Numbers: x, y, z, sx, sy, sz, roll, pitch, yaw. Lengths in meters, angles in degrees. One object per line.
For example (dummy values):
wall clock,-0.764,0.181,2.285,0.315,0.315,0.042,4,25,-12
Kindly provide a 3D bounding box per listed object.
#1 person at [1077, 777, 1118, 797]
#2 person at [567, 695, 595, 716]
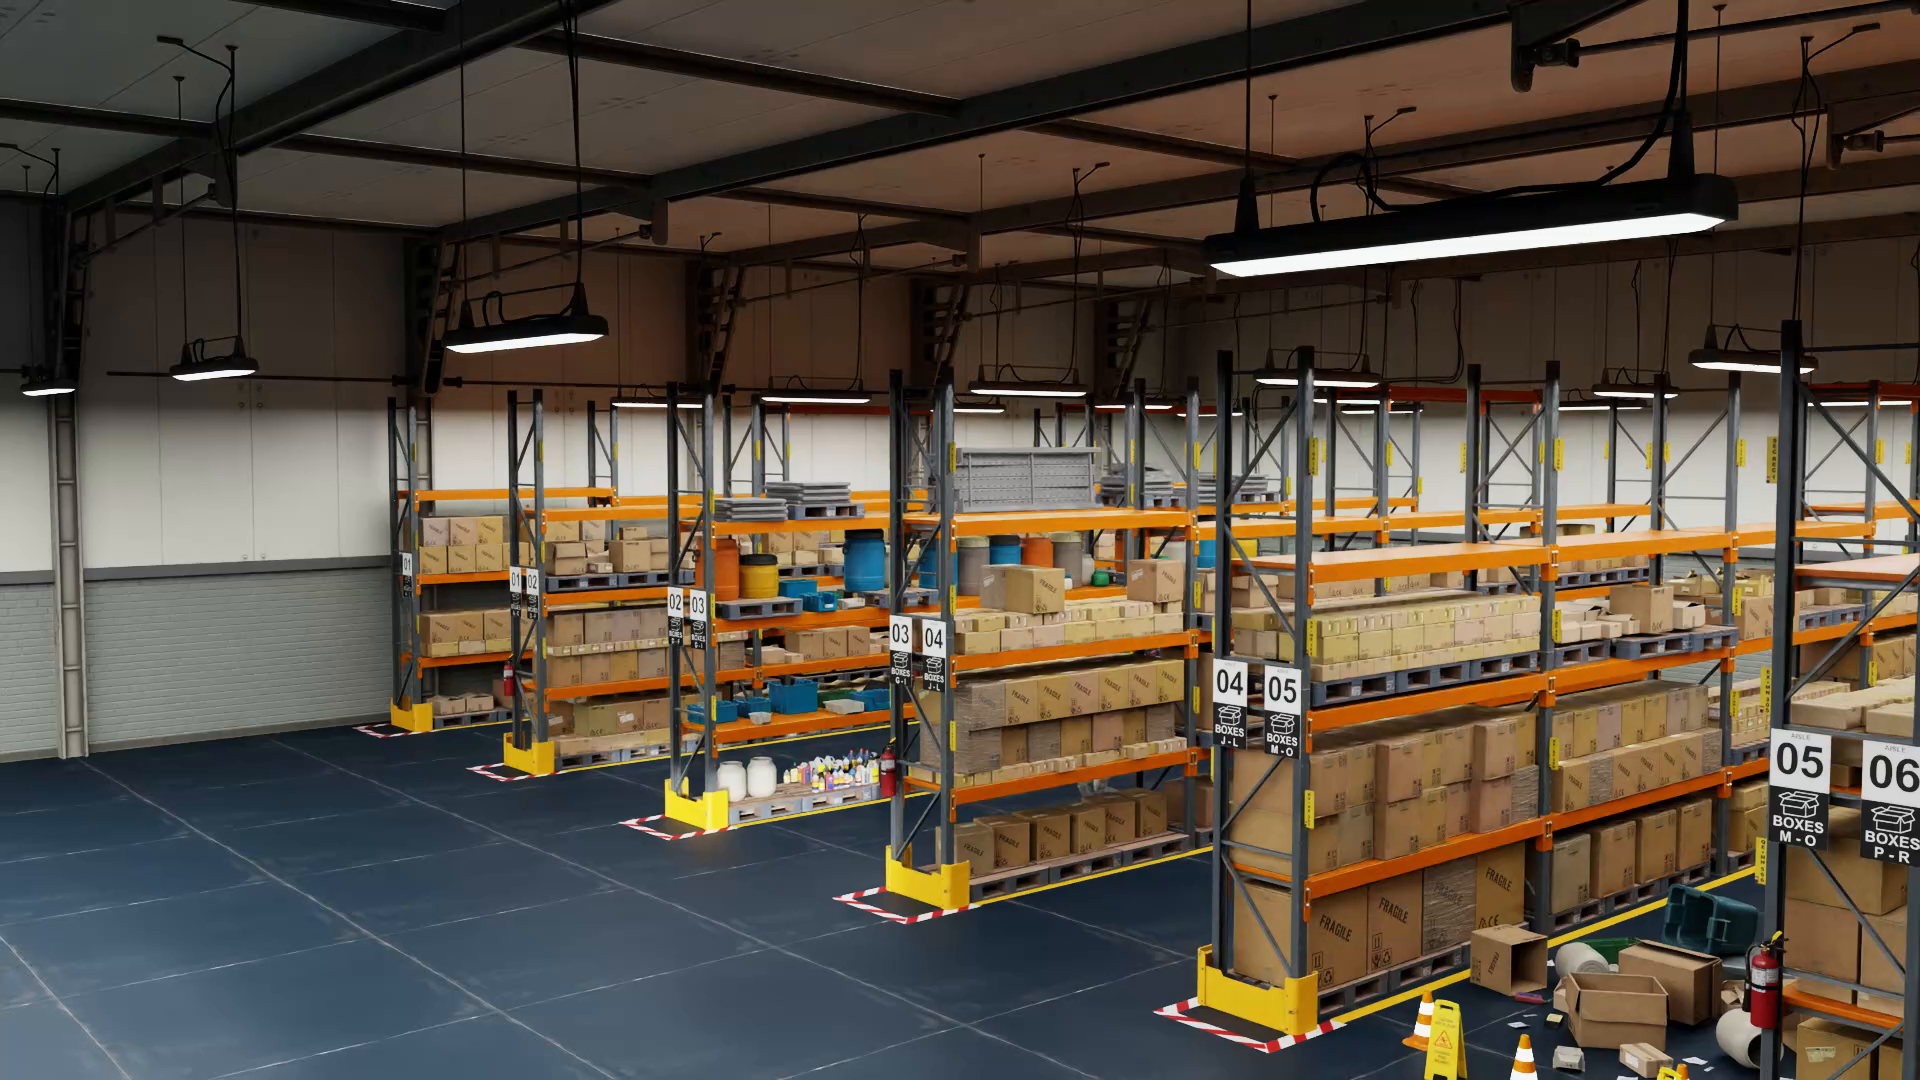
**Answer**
person,1.943,2.990,22.823,0.773,1.695,0.611,-1,4,-20
person,-6.882,2.523,30.204,0.571,1.708,0.946,1,3,12
